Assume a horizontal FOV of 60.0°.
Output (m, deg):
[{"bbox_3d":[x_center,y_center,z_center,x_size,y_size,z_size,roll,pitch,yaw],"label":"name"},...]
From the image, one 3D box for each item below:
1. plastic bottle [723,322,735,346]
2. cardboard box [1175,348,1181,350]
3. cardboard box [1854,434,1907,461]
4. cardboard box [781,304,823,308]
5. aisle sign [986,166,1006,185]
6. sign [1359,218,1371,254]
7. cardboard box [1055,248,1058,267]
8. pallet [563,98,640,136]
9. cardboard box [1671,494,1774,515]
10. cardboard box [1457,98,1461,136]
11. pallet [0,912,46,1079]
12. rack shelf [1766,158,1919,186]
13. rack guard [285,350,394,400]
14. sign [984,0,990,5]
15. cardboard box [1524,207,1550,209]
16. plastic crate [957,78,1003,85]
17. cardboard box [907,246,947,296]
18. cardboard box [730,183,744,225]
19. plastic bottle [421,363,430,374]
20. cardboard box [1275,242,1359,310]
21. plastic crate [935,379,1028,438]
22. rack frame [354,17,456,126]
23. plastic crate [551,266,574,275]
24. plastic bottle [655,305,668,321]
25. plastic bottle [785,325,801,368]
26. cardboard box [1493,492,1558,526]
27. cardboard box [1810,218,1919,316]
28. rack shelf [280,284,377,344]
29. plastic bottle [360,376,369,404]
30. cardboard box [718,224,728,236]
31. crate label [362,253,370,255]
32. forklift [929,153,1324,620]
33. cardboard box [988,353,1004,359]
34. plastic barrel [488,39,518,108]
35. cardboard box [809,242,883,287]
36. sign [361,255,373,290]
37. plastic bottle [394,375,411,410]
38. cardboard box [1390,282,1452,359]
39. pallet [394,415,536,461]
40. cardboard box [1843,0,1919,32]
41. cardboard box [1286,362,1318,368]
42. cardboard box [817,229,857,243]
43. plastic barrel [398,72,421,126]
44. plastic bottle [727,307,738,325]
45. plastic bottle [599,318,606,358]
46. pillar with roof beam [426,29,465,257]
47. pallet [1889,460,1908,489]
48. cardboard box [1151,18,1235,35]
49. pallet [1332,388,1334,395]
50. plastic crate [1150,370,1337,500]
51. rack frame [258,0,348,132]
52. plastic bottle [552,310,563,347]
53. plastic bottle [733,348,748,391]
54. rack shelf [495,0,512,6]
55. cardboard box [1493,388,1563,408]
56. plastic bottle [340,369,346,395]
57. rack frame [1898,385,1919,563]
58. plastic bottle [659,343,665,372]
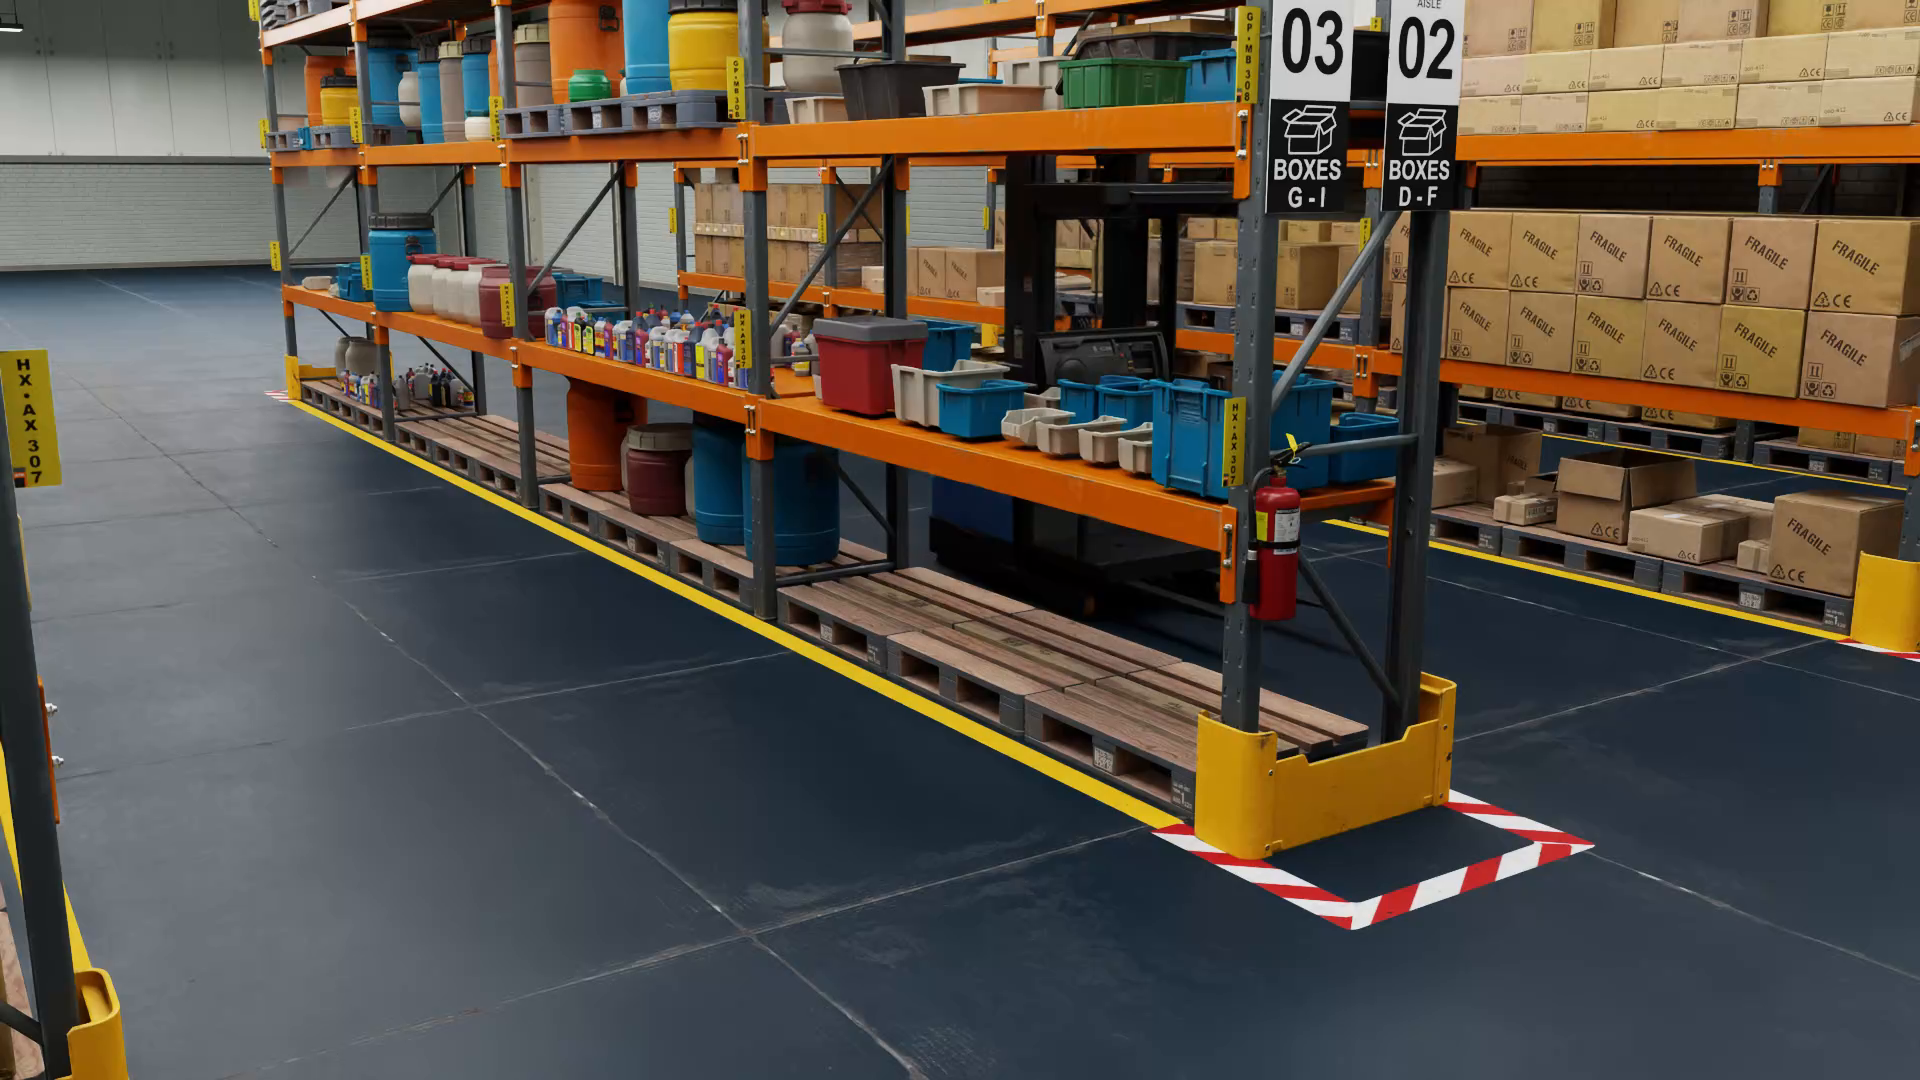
[{"bbox_3d":[-1.423,-1.176,10.336,0.144,0.351,0.185,-8,15,-33],"label":"plastic bottle"},{"bbox_3d":[2.732,-2.577,22.225,0.380,0.166,0.250,-11,16,-40],"label":"cardboard box"},{"bbox_3d":[8.091,-0.981,14.192,0.700,0.500,0.500,-8,15,-33],"label":"cardboard box"},{"bbox_3d":[-1.897,-2.681,20.800,0.500,0.500,0.500,-8,15,-33],"label":"cardboard box"},{"bbox_3d":[0.548,-5.613,24.422,0.394,0.787,0.004,-8,15,-33],"label":"aisle sign"},{"bbox_3d":[2.904,-2.144,11.933,0.100,0.325,0.005,-8,15,-33],"label":"sign"},{"bbox_3d":[1.420,-3.996,23.416,0.500,0.250,0.500,-8,15,-34],"label":"cardboard box"},{"bbox_3d":[-1.908,-2.761,10.887,1.003,0.211,1.213,-8,15,-33],"label":"pallet"},{"bbox_3d":[4.961,-0.113,10.763,0.500,0.250,0.500,-8,15,-33],"label":"cardboard box"},{"bbox_3d":[3.428,-2.921,11.526,0.500,0.250,0.500,-8,15,-33],"label":"cardboard box"},{"bbox_3d":[-3.177,1.468,4.654,1.003,0.211,1.213,-8,15,-33],"label":"pallet"},{"bbox_3d":[8.594,-2.990,13.174,1.077,0.370,4.000,-8,15,-33],"label":"rack shelf"},{"bbox_3d":[-7.329,-1.964,19.672,1.175,0.500,0.348,-8,15,-33],"label":"rack guard"},{"bbox_3d":[0.386,-7.727,23.761,0.100,0.325,0.005,-8,15,-33],"label":"sign"},{"bbox_3d":[6.021,-3.371,17.521,0.500,0.250,0.500,-9,15,-35],"label":"cardboard box"},{"bbox_3d":[0.009,-2.318,8.812,0.416,0.233,0.300,-8,15,-33],"label":"plastic crate"},{"bbox_3d":[-0.364,-2.884,17.793,0.500,0.500,0.500,-7,14,-29],"label":"cardboard box"},{"bbox_3d":[-2.431,-4.185,20.706,0.700,0.500,0.500,-8,15,-33],"label":"cardboard box"},{"bbox_3d":[-5.739,-1.737,17.956,0.144,0.351,0.185,-7,14,-30],"label":"plastic bottle"},{"bbox_3d":[2.854,-2.124,13.336,0.700,0.500,0.500,-6,14,-24],"label":"cardboard box"},{"bbox_3d":[0.103,-0.630,7.972,0.416,0.233,0.300,-8,15,-33],"label":"plastic crate"},{"bbox_3d":[-5.194,-5.412,15.547,1.000,3.000,0.127,-8,15,-33],"label":"rack frame"},{"bbox_3d":[-3.618,-2.125,14.408,0.402,0.464,0.583,-8,15,-33],"label":"plastic crate"},{"bbox_3d":[-2.270,-1.651,12.662,0.061,0.283,0.133,-8,15,-33],"label":"plastic bottle"},{"bbox_3d":[-1.101,-1.275,10.946,0.061,0.283,0.133,-8,15,-33],"label":"plastic bottle"},{"bbox_3d":[3.904,-0.222,11.459,0.380,0.166,0.250,-8,15,-33],"label":"cardboard box"},{"bbox_3d":[5.105,-1.517,9.202,0.500,0.500,0.500,-8,15,-33],"label":"cardboard box"},{"bbox_3d":[-6.302,-2.486,17.891,1.077,0.370,4.000,-8,15,-33],"label":"rack shelf"},{"bbox_3d":[-6.163,-1.567,17.353,0.152,0.276,0.135,-8,15,-32],"label":"plastic bottle"},{"bbox_3d":[-2.823,-3.913,20.980,0.380,0.149,0.250,-8,15,-34],"label":"cardboard box"},{"bbox_3d":[-6.165,-2.915,18.087,0.502,0.435,0.616,-8,15,-33],"label":"crate label"},{"bbox_3d":[0.996,-1.087,9.971,1.130,2.935,3.031,-8,14,-31],"label":"forklift"},{"bbox_3d":[0.524,-1.803,17.225,0.500,0.311,0.500,-9,15,-34],"label":"cardboard box"},{"bbox_3d":[-3.614,-3.733,13.886,0.600,0.830,0.708,-8,15,-33],"label":"plastic barrel"},{"bbox_3d":[-1.319,-3.194,19.213,0.700,0.500,0.500,-9,15,-34],"label":"cardboard box"},{"bbox_3d":[-5.658,-2.554,15.870,0.100,0.325,0.005,-8,15,-33],"label":"sign"},{"bbox_3d":[-5.671,-1.500,16.870,0.144,0.351,0.185,-8,15,-33],"label":"plastic bottle"},{"bbox_3d":[3.420,-1.570,11.787,0.500,0.500,0.500,-8,14,-31],"label":"cardboard box"},{"bbox_3d":[-4.726,-0.984,15.868,1.003,0.211,1.213,-8,15,-33],"label":"pallet"},{"bbox_3d":[5.282,-3.025,9.078,0.700,0.500,0.500,-8,15,-33],"label":"cardboard box"},{"bbox_3d":[4.340,-2.249,19.945,0.700,0.500,0.500,-8,15,-33],"label":"cardboard box"},{"bbox_3d":[-1.397,-3.456,18.891,0.380,0.149,0.250,-8,15,-33],"label":"cardboard box"},{"bbox_3d":[-5.269,-4.307,16.267,0.421,0.512,0.421,0,12,0],"label":"plastic barrel"},{"bbox_3d":[-1.535,-1.432,11.502,0.144,0.351,0.185,-8,15,-33],"label":"plastic bottle"},{"bbox_3d":[-2.453,-1.404,11.561,0.097,0.271,0.097,0,12,0],"label":"plastic bottle"},{"bbox_3d":[-18.260,-12.100,46.129,9.100,9.000,0.548,-8,15,-33],"label":"pillar with roof beam"},{"bbox_3d":[8.522,-0.507,13.688,1.003,0.211,1.213,-8,15,-33],"label":"pallet"},{"bbox_3d":[1.950,-4.099,13.987,0.500,0.500,0.500,-8,15,-33],"label":"cardboard box"},{"bbox_3d":[4.166,-1.936,20.223,1.003,0.211,1.213,-8,15,-33],"label":"pallet"},{"bbox_3d":[1.114,-0.431,6.590,0.616,0.435,0.499,-8,15,-33],"label":"plastic crate"},{"bbox_3d":[-7.410,-6.124,18.800,1.000,3.000,0.127,-8,15,-33],"label":"rack frame"},{"bbox_3d":[-2.965,-1.568,12.313,0.097,0.271,0.097,0,12,0],"label":"plastic bottle"},{"bbox_3d":[-1.249,-1.030,9.841,0.152,0.276,0.135,-8,15,-33],"label":"plastic bottle"},{"bbox_3d":[-1.870,-3.798,10.787,1.077,0.370,4.000,-8,15,-33],"label":"rack shelf"},{"bbox_3d":[6.048,-1.795,17.097,0.750,0.750,0.750,-8,15,-33],"label":"cardboard box"},{"bbox_3d":[-6.665,-1.716,18.042,0.097,0.271,0.097,0,12,0],"label":"plastic bottle"},{"bbox_3d":[5.580,-0.933,9.107,1.000,3.000,0.127,-8,15,-33],"label":"rack frame"},{"bbox_3d":[-1.892,-1.190,10.745,0.097,0.201,0.097,0,12,0],"label":"plastic bottle"}]
